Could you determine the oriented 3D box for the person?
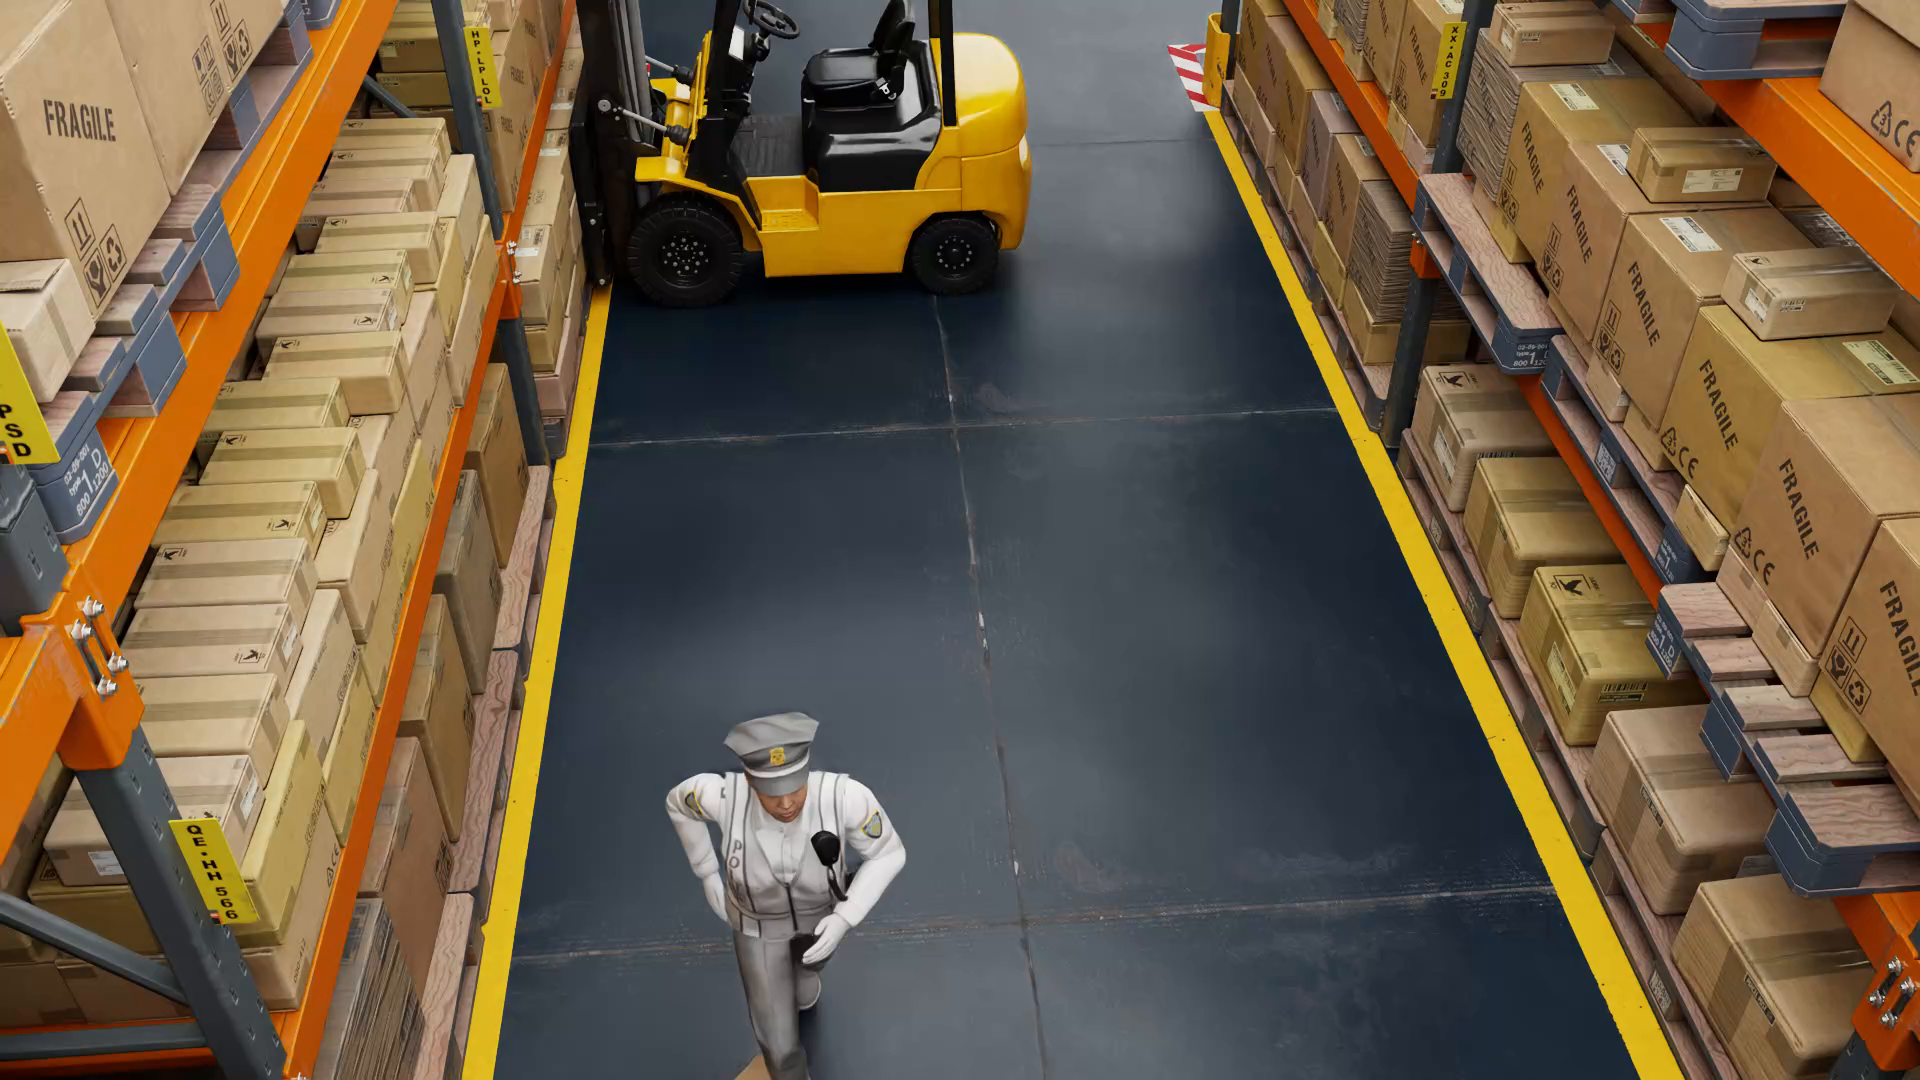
[{"bbox_3d":[-0.493,1.051,4.865,0.626,1.727,0.796,-9,40,-11],"label":"person"}]
